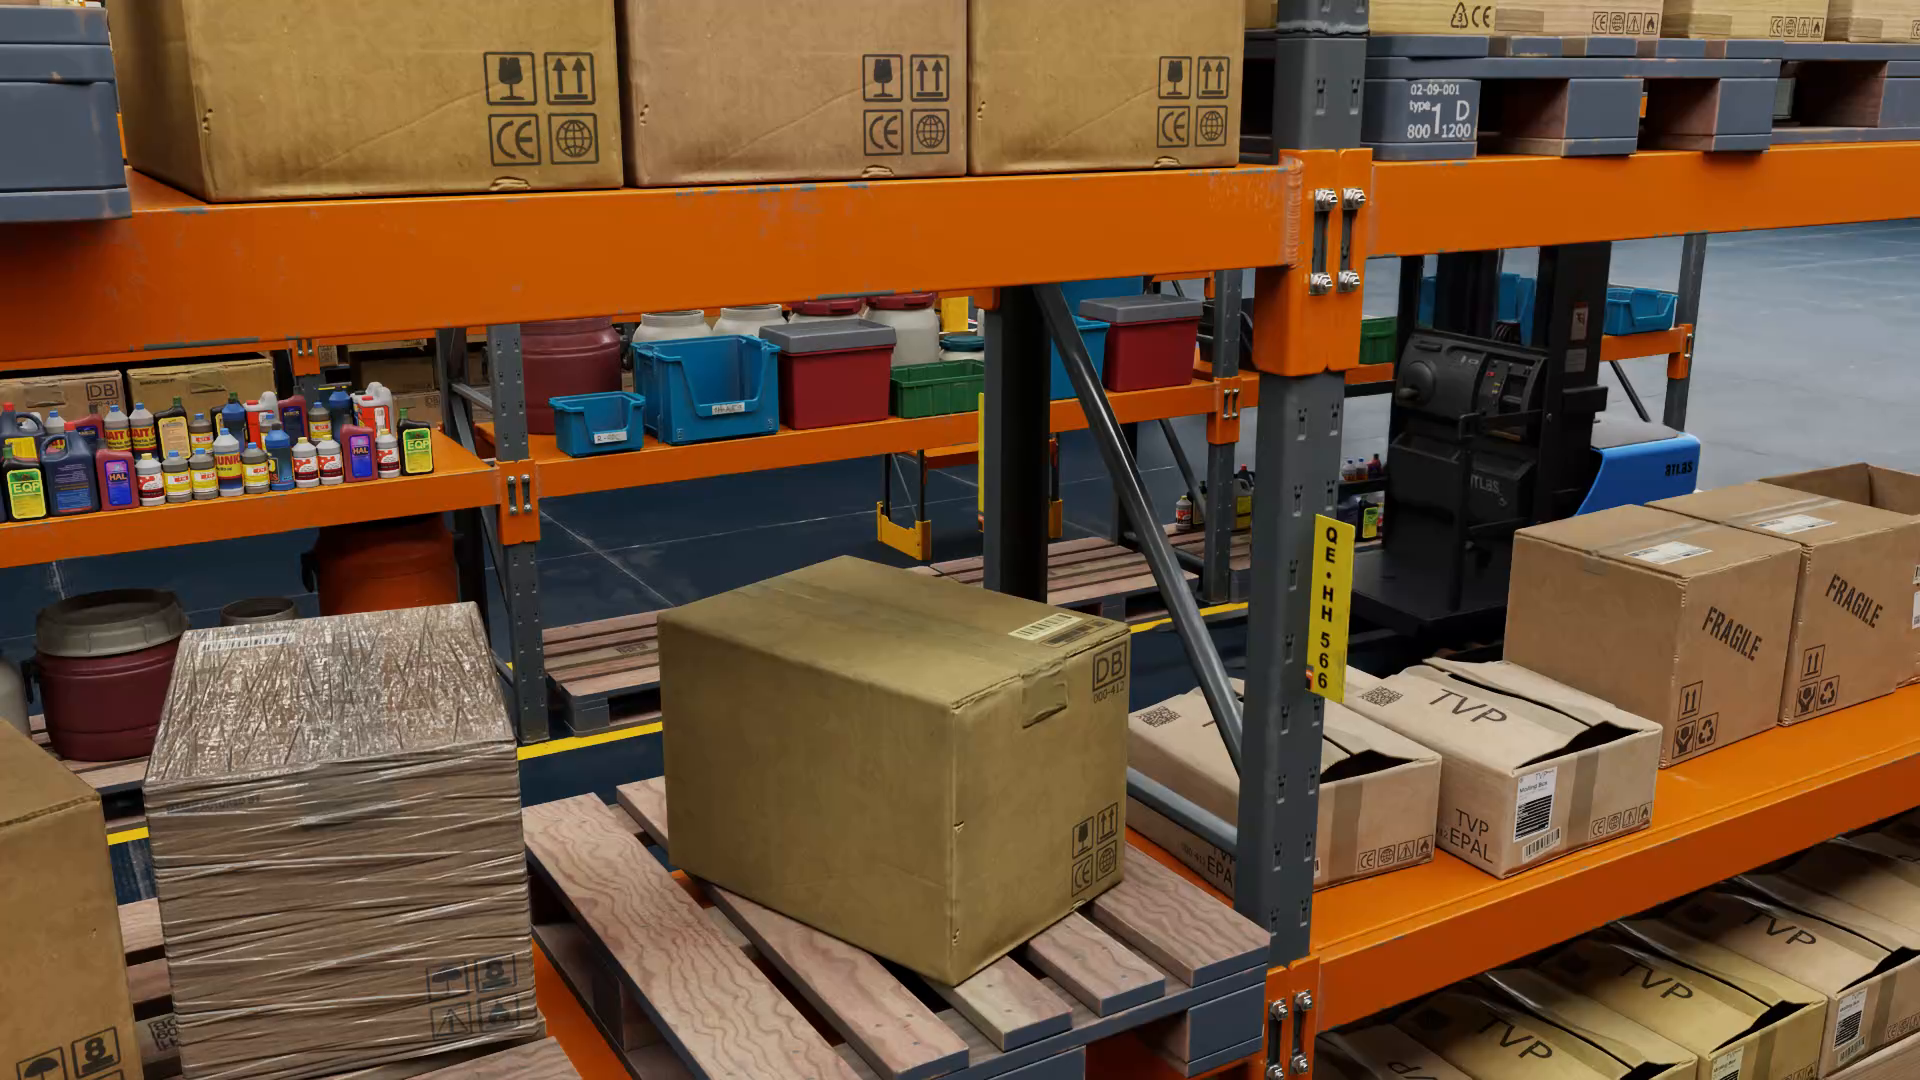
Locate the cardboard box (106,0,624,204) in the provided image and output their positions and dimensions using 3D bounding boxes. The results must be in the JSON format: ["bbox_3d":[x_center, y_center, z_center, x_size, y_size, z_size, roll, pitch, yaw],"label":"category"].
[{"bbox_3d":[-0.880,-0.764,2.336,0.500,0.500,0.910,-9,18,-30],"label":"cardboard box"}]

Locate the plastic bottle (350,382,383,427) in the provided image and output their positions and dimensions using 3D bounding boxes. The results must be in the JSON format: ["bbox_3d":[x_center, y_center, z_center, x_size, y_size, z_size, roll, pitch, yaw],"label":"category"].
[{"bbox_3d":[-2.726,-0.585,7.668,0.135,0.276,0.152,-9,18,-30],"label":"plastic bottle"}]

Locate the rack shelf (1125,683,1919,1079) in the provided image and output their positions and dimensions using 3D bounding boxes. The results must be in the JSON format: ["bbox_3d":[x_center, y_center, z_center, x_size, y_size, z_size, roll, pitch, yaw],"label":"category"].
[{"bbox_3d":[2.074,0.585,4.598,4.000,0.370,1.077,-9,18,-30],"label":"rack shelf"}]

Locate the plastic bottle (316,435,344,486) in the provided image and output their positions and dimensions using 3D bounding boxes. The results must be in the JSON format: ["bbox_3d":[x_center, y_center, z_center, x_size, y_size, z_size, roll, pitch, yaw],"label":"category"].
[{"bbox_3d":[-2.622,-0.335,6.917,0.097,0.201,0.097,0,16,0],"label":"plastic bottle"}]

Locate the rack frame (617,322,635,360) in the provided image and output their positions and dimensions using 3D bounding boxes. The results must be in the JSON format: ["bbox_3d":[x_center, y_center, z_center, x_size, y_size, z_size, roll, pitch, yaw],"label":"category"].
[{"bbox_3d":[-3.778,-3.493,17.815,0.127,3.000,1.000,-9,18,-30],"label":"rack frame"}]

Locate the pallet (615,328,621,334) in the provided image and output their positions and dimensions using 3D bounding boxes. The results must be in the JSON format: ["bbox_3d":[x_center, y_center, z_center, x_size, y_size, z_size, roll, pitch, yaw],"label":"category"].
[{"bbox_3d":[-3.086,-2.238,18.504,1.213,0.211,1.003,-9,18,-30],"label":"pallet"}]

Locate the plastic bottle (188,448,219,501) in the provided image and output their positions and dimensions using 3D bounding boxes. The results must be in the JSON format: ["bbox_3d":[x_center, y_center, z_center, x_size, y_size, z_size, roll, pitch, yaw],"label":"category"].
[{"bbox_3d":[-3.039,-0.268,6.675,0.097,0.201,0.097,0,16,0],"label":"plastic bottle"}]

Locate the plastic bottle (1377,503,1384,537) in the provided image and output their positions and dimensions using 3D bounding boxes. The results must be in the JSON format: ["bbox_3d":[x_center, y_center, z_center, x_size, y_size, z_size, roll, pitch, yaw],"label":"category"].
[{"bbox_3d":[2.562,-0.127,10.173,0.097,0.201,0.097,0,16,0],"label":"plastic bottle"}]

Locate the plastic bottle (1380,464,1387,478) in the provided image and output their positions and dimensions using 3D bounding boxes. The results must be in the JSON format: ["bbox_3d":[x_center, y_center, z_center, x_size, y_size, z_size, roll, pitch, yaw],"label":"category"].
[{"bbox_3d":[2.866,-0.412,11.191,0.097,0.201,0.097,0,16,0],"label":"plastic bottle"}]

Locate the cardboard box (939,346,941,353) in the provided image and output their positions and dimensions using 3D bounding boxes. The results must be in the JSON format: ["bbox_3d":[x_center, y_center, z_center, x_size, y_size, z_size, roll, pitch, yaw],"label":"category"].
[{"bbox_3d":[-0.460,-1.458,14.407,0.500,0.500,0.500,-3,16,-12],"label":"cardboard box"}]

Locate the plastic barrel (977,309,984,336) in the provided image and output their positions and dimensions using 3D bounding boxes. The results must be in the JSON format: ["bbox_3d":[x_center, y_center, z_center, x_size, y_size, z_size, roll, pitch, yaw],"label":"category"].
[{"bbox_3d":[0.307,-1.169,9.271,0.433,0.535,0.433,0,16,0],"label":"plastic barrel"}]

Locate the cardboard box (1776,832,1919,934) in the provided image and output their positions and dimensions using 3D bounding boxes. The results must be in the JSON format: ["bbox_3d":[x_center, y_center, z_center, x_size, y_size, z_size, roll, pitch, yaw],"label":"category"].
[{"bbox_3d":[2.717,1.078,4.785,0.500,0.311,0.500,-9,18,-30],"label":"cardboard box"}]

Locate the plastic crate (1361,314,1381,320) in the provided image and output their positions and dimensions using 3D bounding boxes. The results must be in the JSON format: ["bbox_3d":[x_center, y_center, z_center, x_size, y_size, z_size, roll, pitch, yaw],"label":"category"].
[{"bbox_3d":[2.502,-1.343,10.633,0.437,0.136,0.530,-9,18,-30],"label":"plastic crate"}]

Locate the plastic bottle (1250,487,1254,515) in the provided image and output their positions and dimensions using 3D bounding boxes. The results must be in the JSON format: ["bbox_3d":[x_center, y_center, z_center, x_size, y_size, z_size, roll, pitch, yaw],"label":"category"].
[{"bbox_3d":[1.906,-0.238,10.434,0.135,0.276,0.152,-9,18,-30],"label":"plastic bottle"}]

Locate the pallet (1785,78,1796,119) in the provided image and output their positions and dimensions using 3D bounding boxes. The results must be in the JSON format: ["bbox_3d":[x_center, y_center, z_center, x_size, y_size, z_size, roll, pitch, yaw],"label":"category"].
[{"bbox_3d":[3.039,-1.266,4.665,1.217,0.209,0.805,-10,19,-32],"label":"pallet"}]

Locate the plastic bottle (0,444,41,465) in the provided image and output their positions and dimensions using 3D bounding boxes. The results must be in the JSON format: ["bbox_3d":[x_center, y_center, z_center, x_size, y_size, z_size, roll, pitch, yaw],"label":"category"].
[{"bbox_3d":[-3.599,-0.230,6.388,0.133,0.283,0.061,-9,18,-30],"label":"plastic bottle"}]

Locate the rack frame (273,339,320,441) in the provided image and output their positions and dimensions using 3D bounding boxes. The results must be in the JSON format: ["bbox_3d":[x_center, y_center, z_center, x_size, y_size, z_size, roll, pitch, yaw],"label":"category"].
[{"bbox_3d":[-4.739,-1.776,11.687,0.127,3.000,1.000,-9,18,-30],"label":"rack frame"}]

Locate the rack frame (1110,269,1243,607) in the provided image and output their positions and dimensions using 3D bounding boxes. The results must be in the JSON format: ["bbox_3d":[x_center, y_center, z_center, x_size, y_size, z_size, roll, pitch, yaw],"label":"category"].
[{"bbox_3d":[1.240,-1.186,9.583,0.127,3.000,1.000,-9,18,-30],"label":"rack frame"}]

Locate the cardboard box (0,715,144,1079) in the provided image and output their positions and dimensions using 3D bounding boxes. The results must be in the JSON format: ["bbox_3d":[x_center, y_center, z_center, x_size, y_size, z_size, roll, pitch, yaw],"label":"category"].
[{"bbox_3d":[-1.587,0.563,2.382,0.700,0.500,0.500,15,21,42],"label":"cardboard box"}]

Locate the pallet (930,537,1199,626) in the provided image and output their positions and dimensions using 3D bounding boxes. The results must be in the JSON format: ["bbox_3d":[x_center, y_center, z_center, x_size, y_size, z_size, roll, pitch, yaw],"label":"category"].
[{"bbox_3d":[0.587,0.275,9.538,1.213,0.211,1.003,-9,18,-30],"label":"pallet"}]

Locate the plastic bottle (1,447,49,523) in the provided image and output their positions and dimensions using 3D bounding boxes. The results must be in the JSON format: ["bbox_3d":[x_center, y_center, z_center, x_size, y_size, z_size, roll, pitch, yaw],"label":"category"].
[{"bbox_3d":[-3.568,-0.216,6.338,0.133,0.283,0.061,-9,18,-30],"label":"plastic bottle"}]

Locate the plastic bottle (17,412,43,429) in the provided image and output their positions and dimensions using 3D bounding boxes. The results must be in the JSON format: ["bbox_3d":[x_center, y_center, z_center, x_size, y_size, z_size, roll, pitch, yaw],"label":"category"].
[{"bbox_3d":[-3.915,-0.392,6.980,0.135,0.276,0.152,-9,18,-30],"label":"plastic bottle"}]

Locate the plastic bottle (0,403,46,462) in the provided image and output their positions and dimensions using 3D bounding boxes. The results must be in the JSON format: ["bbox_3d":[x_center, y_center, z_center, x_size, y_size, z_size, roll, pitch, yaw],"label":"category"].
[{"bbox_3d":[-3.860,-0.390,6.835,0.185,0.351,0.144,-9,18,-30],"label":"plastic bottle"}]

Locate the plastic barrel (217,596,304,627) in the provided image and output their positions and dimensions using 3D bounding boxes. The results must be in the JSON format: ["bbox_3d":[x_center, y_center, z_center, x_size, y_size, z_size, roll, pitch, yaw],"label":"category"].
[{"bbox_3d":[-3.037,0.537,7.268,0.421,0.512,0.421,0,16,0],"label":"plastic barrel"}]

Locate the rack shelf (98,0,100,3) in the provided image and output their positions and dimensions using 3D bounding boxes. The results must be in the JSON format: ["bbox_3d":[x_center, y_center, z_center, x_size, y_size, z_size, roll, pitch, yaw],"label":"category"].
[{"bbox_3d":[-11.557,-6.140,18.216,4.000,0.370,1.077,-9,18,-30],"label":"rack shelf"}]

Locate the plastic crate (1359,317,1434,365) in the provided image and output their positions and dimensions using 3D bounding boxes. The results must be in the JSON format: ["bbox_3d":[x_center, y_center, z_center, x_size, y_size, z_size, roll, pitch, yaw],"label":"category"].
[{"bbox_3d":[2.549,-1.207,10.051,0.662,0.188,0.450,-9,18,-30],"label":"plastic crate"}]

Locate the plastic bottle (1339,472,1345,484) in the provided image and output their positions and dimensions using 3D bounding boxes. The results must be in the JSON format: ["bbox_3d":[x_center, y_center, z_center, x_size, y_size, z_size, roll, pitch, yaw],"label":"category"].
[{"bbox_3d":[2.490,-0.351,10.974,0.097,0.201,0.097,0,16,0],"label":"plastic bottle"}]

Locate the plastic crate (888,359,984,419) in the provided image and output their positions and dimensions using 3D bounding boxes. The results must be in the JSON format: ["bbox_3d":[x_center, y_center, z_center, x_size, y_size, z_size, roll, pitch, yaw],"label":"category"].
[{"bbox_3d":[-0.107,-0.776,8.515,0.662,0.188,0.450,-9,18,-30],"label":"plastic crate"}]

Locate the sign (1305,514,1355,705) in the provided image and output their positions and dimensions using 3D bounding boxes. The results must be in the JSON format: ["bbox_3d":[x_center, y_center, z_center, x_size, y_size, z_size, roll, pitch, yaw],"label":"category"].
[{"bbox_3d":[0.647,0.122,2.920,0.005,0.325,0.100,-9,18,-30],"label":"sign"}]

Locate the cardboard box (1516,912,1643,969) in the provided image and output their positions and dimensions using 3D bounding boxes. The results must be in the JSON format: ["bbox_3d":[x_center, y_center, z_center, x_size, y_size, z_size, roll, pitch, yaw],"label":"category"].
[{"bbox_3d":[1.558,1.095,4.722,0.500,0.311,0.500,-9,18,-30],"label":"cardboard box"}]

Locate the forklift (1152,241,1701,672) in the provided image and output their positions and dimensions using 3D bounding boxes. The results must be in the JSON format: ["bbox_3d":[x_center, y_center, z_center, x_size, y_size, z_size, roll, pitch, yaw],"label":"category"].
[{"bbox_3d":[2.462,-0.862,8.555,3.031,2.935,1.130,-8,18,-27],"label":"forklift"}]

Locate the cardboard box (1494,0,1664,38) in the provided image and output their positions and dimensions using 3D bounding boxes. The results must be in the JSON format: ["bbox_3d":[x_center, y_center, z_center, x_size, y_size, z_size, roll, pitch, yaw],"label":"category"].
[{"bbox_3d":[1.159,-1.211,3.614,0.500,0.250,0.500,-9,18,-28],"label":"cardboard box"}]

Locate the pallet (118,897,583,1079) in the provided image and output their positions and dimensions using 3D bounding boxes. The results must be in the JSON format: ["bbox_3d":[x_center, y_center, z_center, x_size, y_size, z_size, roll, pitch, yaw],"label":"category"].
[{"bbox_3d":[-1.305,0.881,2.567,1.213,0.211,1.003,-9,18,-30],"label":"pallet"}]

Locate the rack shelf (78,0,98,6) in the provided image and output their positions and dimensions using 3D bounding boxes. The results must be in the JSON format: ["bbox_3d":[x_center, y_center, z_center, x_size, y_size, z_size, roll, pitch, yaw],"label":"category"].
[{"bbox_3d":[-10.688,-7.844,24.295,4.000,0.370,1.077,-9,18,-30],"label":"rack shelf"}]

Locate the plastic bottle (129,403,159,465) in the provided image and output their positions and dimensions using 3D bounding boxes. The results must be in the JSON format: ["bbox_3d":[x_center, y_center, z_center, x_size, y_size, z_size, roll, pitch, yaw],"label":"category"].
[{"bbox_3d":[-3.548,-0.458,7.224,0.097,0.271,0.097,0,16,0],"label":"plastic bottle"}]

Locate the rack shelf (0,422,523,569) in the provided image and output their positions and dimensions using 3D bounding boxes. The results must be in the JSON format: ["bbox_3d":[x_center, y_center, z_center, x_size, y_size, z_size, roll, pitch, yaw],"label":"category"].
[{"bbox_3d":[-3.903,-0.005,6.704,4.000,0.370,1.077,-9,18,-30],"label":"rack shelf"}]

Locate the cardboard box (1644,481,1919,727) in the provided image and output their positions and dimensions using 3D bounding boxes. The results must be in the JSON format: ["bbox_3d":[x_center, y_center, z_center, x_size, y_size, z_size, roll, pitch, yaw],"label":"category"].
[{"bbox_3d":[2.240,0.158,4.602,0.500,0.500,0.500,-9,18,-30],"label":"cardboard box"}]

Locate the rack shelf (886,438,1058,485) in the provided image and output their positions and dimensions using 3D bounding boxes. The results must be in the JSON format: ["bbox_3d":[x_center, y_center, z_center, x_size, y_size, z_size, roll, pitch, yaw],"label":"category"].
[{"bbox_3d":[0.073,-0.561,10.798,1.000,0.185,0.538,-9,18,-30],"label":"rack shelf"}]

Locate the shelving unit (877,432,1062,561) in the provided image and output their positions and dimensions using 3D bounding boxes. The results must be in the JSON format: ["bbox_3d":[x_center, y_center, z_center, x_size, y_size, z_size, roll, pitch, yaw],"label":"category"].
[{"bbox_3d":[0.065,-0.733,10.745,1.083,1.500,0.587,-9,18,-30],"label":"shelving unit"}]

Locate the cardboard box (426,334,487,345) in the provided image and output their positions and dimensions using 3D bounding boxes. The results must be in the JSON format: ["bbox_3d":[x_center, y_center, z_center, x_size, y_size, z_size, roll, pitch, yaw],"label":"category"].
[{"bbox_3d":[-5.093,-2.372,17.204,0.750,0.750,1.050,-9,18,-30],"label":"cardboard box"}]

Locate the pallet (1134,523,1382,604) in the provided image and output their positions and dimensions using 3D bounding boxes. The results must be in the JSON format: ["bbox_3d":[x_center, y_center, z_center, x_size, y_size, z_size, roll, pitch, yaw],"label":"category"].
[{"bbox_3d":[1.837,0.073,10.258,1.213,0.211,1.003,-9,18,-30],"label":"pallet"}]

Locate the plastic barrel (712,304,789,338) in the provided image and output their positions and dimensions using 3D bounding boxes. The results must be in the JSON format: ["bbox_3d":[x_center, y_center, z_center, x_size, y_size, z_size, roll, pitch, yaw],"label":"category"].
[{"bbox_3d":[-1.056,-0.935,8.479,0.421,0.512,0.421,0,16,0],"label":"plastic barrel"}]

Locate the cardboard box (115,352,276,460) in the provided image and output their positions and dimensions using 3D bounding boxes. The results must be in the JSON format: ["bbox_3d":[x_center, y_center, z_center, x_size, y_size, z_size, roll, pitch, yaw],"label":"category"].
[{"bbox_3d":[-5.342,-0.864,11.592,0.875,0.875,1.225,-10,19,-32],"label":"cardboard box"}]

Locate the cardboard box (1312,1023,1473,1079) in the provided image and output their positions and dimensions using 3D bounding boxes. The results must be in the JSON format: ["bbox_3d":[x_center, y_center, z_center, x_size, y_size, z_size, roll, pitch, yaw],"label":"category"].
[{"bbox_3d":[0.959,1.364,3.765,0.500,0.311,0.500,-9,18,-28],"label":"cardboard box"}]

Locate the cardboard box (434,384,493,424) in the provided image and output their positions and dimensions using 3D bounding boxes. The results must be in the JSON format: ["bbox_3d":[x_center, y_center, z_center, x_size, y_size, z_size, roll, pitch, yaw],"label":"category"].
[{"bbox_3d":[-3.706,-0.962,12.599,0.500,0.500,0.700,-11,19,-34],"label":"cardboard box"}]

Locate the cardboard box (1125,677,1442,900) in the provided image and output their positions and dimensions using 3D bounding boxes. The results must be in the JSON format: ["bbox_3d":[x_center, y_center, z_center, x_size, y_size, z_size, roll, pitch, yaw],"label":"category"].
[{"bbox_3d":[0.693,0.519,3.665,0.500,0.311,0.500,-8,18,-26],"label":"cardboard box"}]

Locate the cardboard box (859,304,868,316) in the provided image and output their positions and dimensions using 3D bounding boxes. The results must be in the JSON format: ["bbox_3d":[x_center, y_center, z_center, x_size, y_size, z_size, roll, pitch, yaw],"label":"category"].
[{"bbox_3d":[-1.650,-2.996,19.199,0.875,0.875,0.875,-10,18,-31],"label":"cardboard box"}]

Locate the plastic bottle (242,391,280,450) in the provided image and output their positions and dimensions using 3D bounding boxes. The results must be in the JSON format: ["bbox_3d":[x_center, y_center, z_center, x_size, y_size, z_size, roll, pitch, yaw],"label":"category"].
[{"bbox_3d":[-3.123,-0.520,7.439,0.135,0.276,0.152,-9,18,-30],"label":"plastic bottle"}]
